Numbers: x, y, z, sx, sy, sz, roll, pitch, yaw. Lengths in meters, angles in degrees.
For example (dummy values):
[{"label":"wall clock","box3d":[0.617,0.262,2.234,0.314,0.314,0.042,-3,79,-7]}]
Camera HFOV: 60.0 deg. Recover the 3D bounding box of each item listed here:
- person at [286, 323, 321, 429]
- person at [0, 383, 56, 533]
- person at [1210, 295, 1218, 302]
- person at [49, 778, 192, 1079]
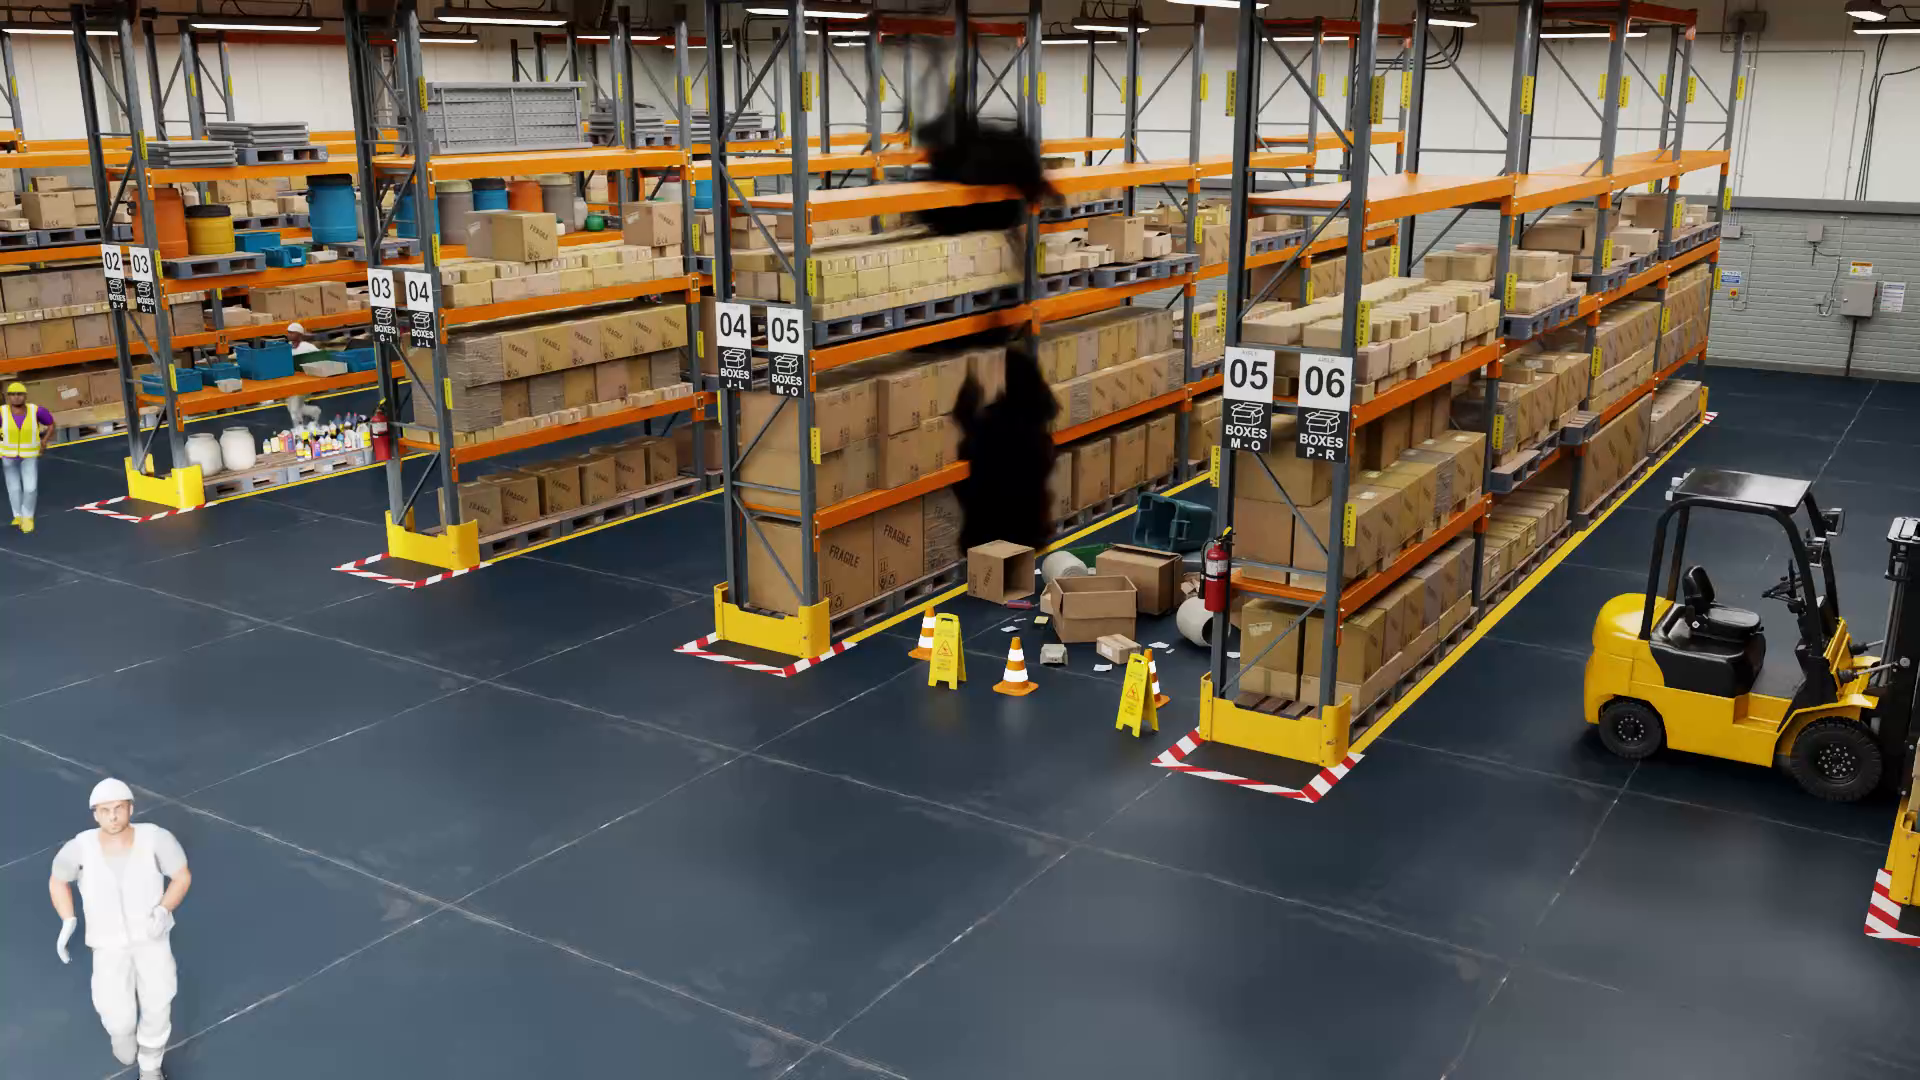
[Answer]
[{"label":"person","box3d":[-9.617,-2.296,24.259,0.700,1.739,0.801,7,17,23]},{"label":"person","box3d":[-10.950,-0.957,19.450,0.698,1.787,0.698,-6,17,-21]},{"label":"person","box3d":[4.321,-3.273,27.916,0.661,1.689,0.653,11,19,34]},{"label":"person","box3d":[-4.275,2.063,8.558,0.653,1.742,0.587,-8,18,-27]}]
